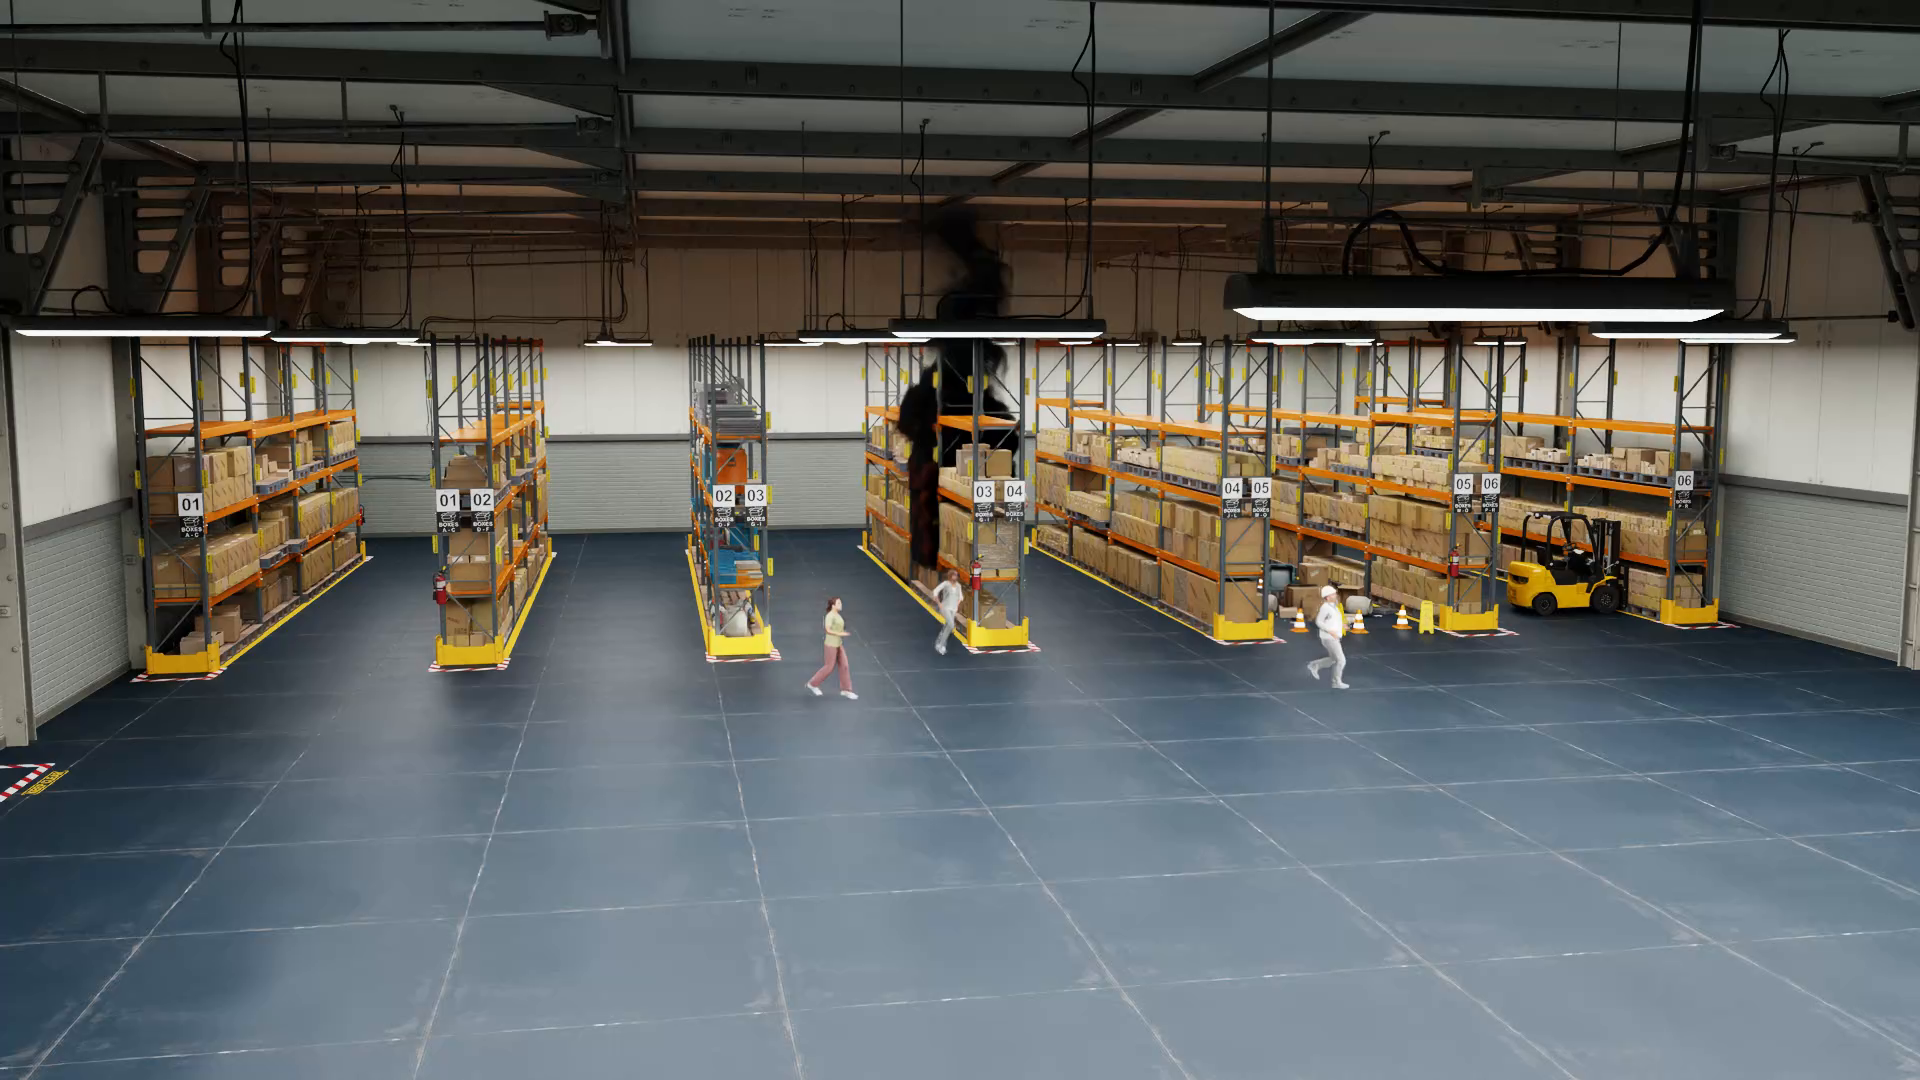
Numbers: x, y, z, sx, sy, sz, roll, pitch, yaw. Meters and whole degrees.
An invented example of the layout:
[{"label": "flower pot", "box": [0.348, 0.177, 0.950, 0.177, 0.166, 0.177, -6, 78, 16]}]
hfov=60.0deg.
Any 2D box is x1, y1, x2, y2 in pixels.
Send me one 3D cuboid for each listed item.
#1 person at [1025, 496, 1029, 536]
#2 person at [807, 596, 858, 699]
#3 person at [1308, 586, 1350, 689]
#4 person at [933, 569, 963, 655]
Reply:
[{"label": "person", "box": [1.625, -0.854, 49.690, 0.923, 1.751, 0.719, -2, 7, -17]}, {"label": "person", "box": [-2.099, 1.764, 27.332, 0.853, 1.697, 0.592, 2, 7, 13]}, {"label": "person", "box": [6.246, 1.642, 28.173, 0.753, 1.732, 0.666, 3, 7, 27]}, {"label": "person", "box": [-0.207, 1.351, 31.442, 0.544, 1.595, 0.620, -5, 8, -38]}]
